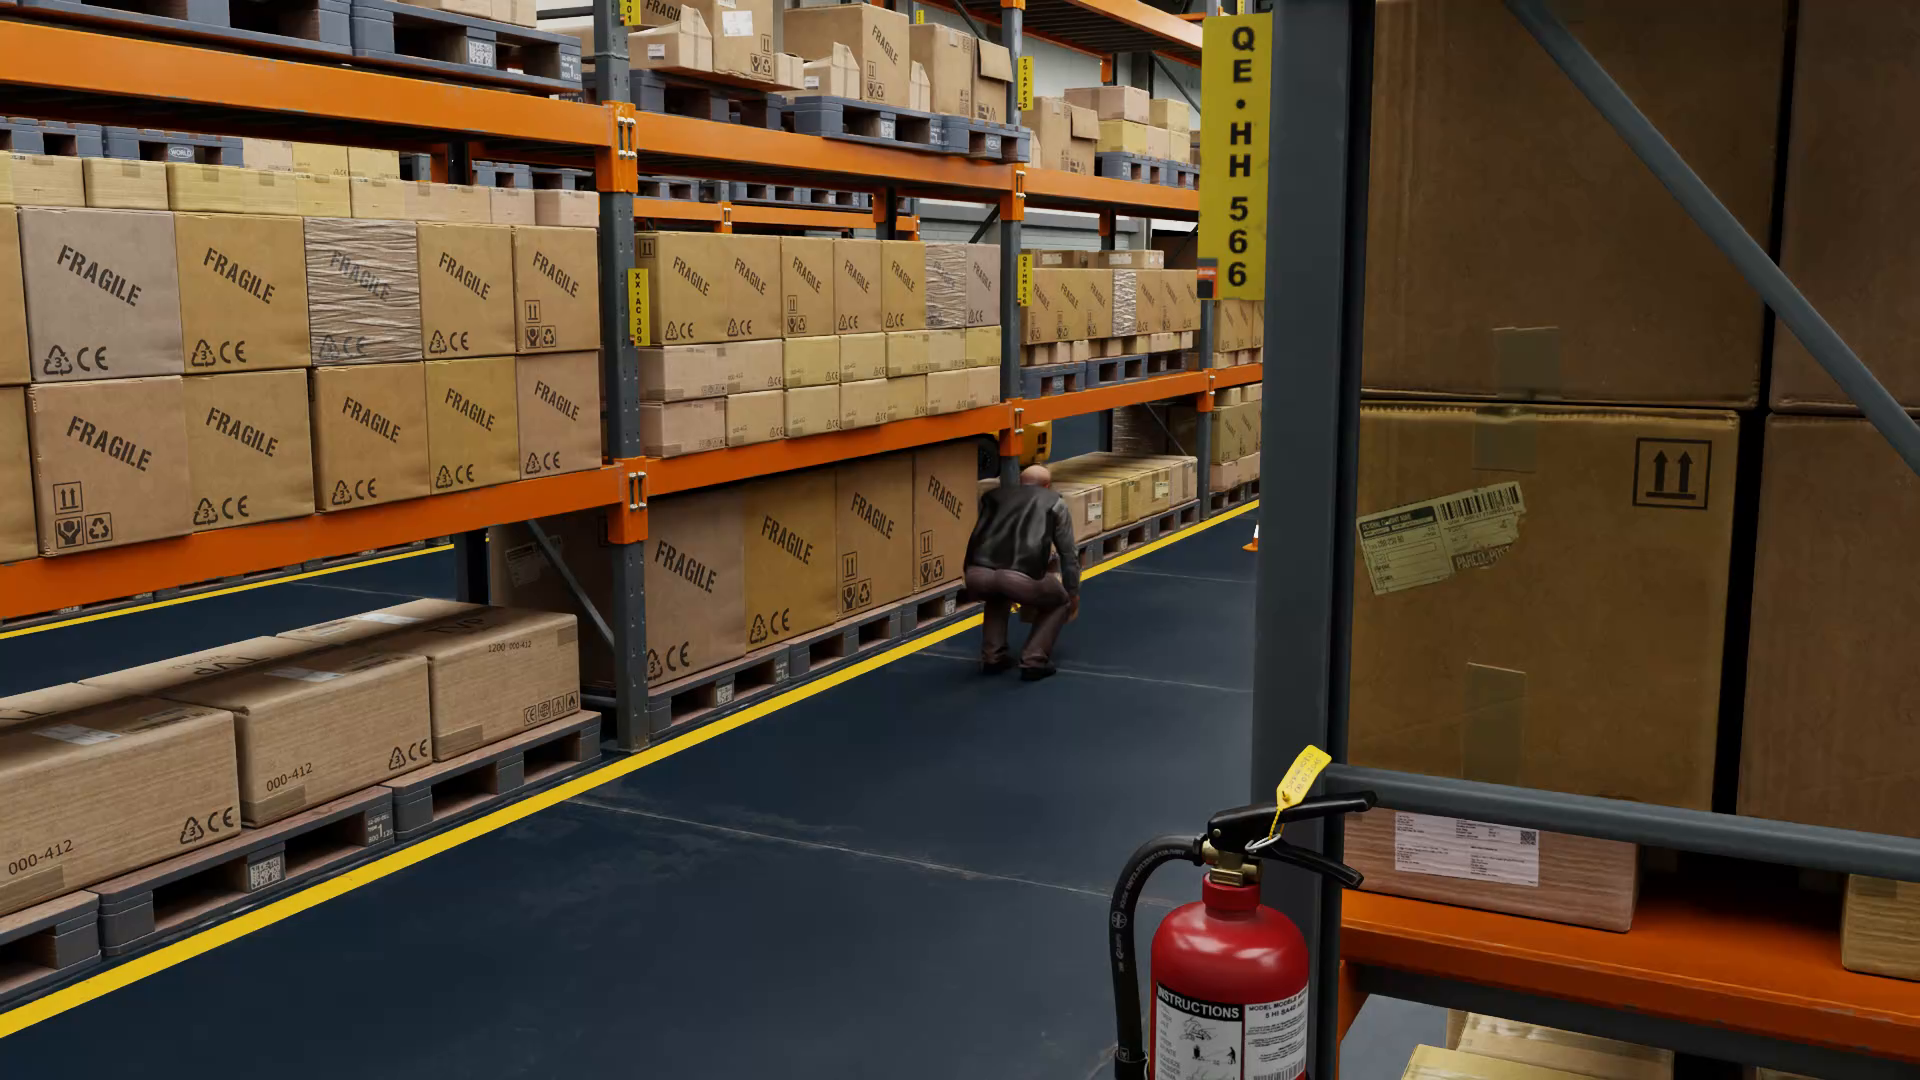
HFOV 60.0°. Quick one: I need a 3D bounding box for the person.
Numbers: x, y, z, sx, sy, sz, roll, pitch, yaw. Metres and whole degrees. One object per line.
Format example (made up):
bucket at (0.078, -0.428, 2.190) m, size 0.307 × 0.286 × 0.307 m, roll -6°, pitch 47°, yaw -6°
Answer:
person at (0.301, 0.207, 8.948) m, size 0.557 × 1.003 × 0.829 m, roll 4°, pitch 10°, yaw 26°
